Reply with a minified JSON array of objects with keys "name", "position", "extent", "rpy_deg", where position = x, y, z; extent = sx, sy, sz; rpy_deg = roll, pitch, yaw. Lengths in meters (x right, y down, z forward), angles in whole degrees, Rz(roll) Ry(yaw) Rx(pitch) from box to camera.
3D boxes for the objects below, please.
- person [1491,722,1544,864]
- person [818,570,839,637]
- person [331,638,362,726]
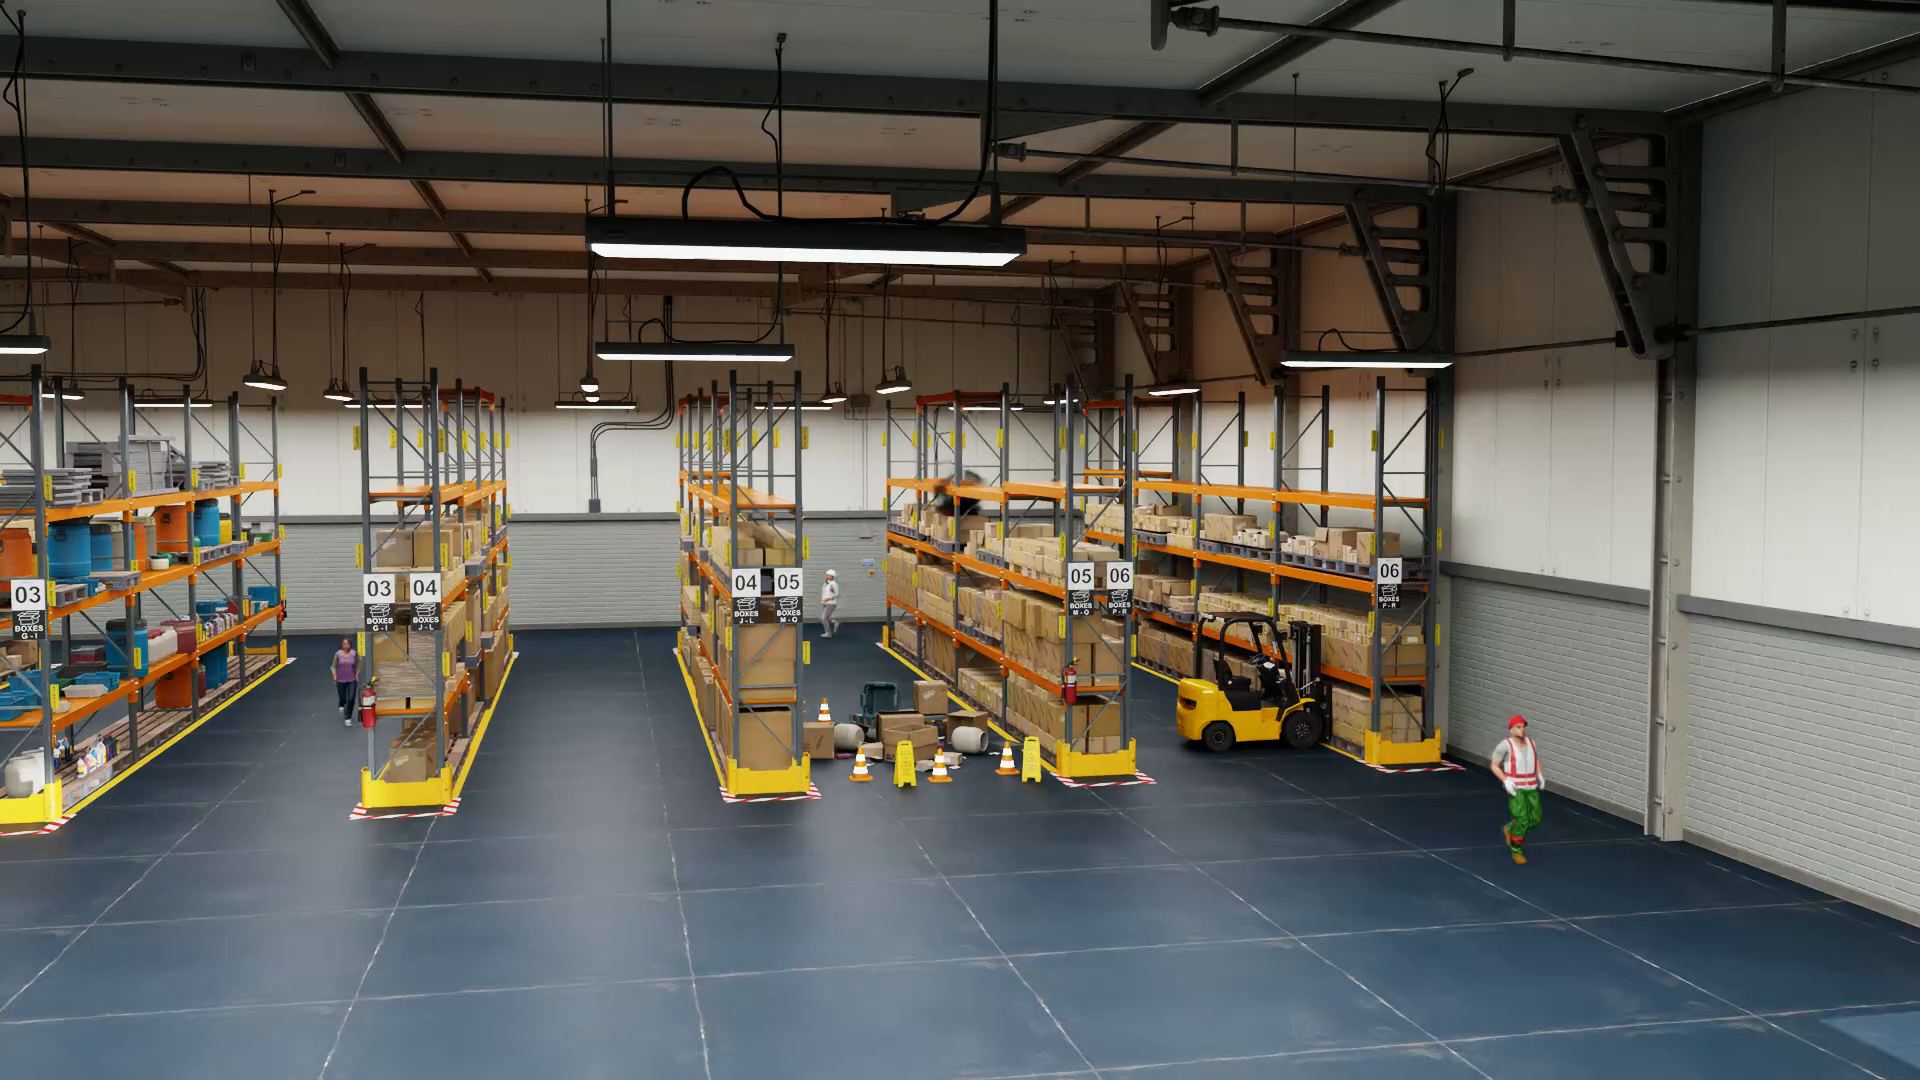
[{"name":"person","position":[6.647,2.977,19.832],"extent":[0.654,1.702,0.543],"rpy_deg":[-1,3,-14]},{"name":"person","position":[-3.313,1.617,42.417],"extent":[0.612,1.721,0.516],"rpy_deg":[-2,4,-31]},{"name":"person","position":[-10.837,2.486,29.390],"extent":[0.522,1.554,0.592],"rpy_deg":[-1,4,-24]}]
